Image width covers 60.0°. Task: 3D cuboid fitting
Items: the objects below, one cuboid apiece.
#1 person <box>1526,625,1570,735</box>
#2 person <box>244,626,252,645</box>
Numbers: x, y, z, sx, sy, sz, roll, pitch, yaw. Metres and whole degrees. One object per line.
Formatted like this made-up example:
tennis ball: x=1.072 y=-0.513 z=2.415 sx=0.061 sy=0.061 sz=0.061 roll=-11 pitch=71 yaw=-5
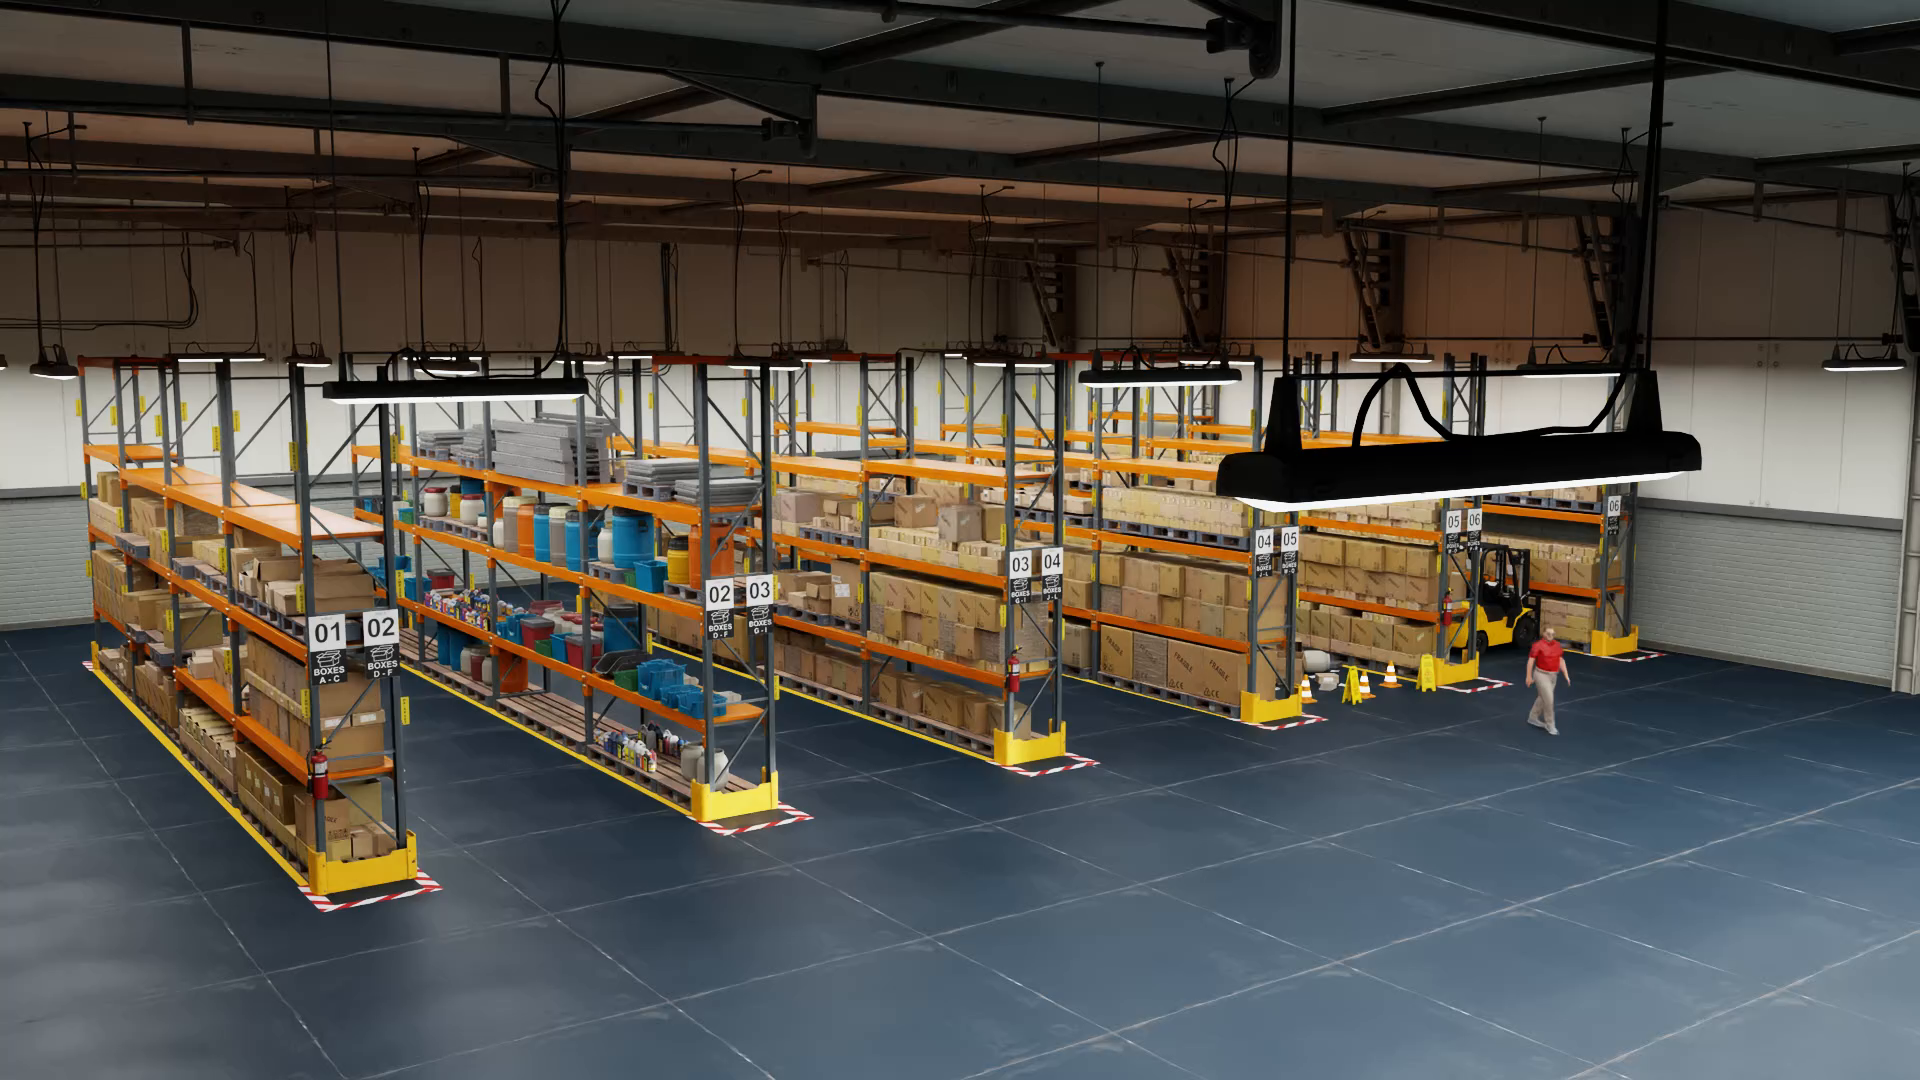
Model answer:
person: x=9.480 y=2.255 z=26.876 sx=0.563 sy=1.779 sz=0.701 roll=-4 pitch=8 yaw=-33
person: x=-14.000 y=1.511 z=33.047 sx=0.496 sy=1.640 sz=0.927 roll=-6 pitch=9 yaw=-41
